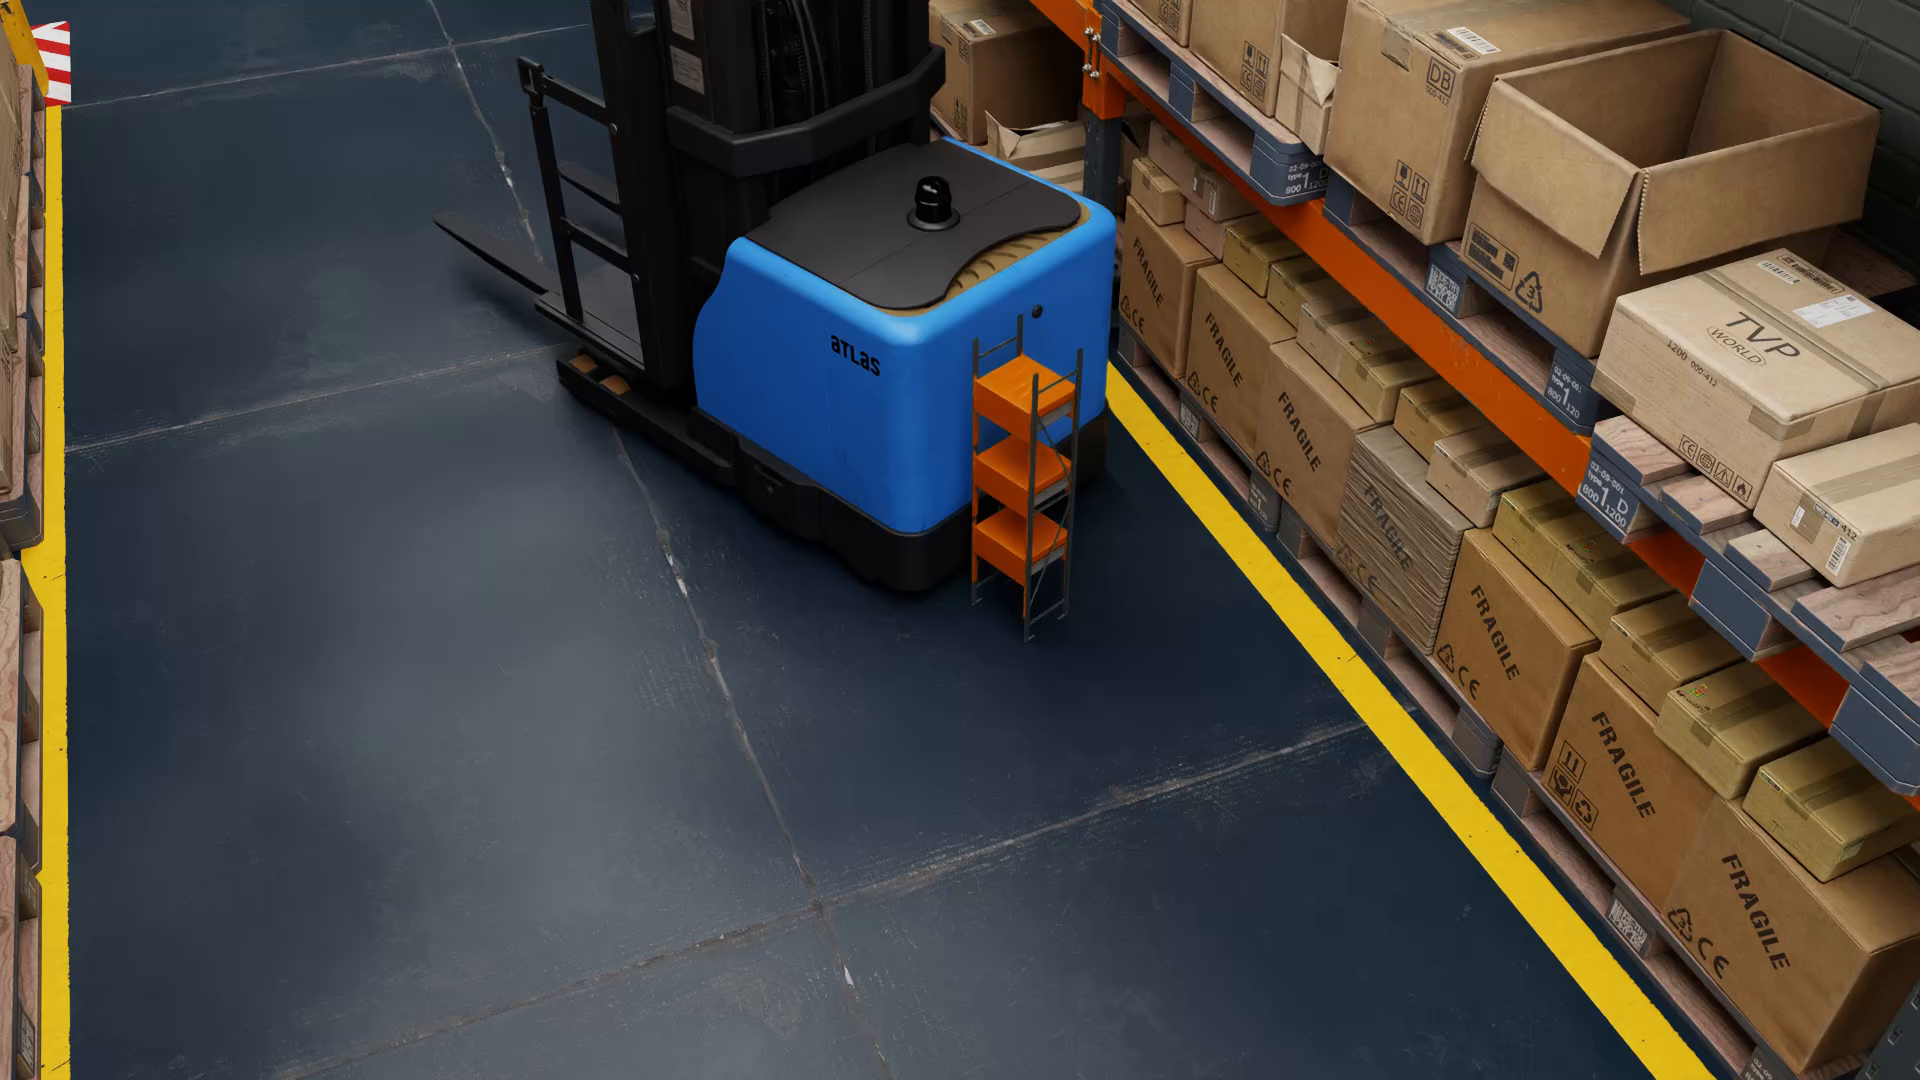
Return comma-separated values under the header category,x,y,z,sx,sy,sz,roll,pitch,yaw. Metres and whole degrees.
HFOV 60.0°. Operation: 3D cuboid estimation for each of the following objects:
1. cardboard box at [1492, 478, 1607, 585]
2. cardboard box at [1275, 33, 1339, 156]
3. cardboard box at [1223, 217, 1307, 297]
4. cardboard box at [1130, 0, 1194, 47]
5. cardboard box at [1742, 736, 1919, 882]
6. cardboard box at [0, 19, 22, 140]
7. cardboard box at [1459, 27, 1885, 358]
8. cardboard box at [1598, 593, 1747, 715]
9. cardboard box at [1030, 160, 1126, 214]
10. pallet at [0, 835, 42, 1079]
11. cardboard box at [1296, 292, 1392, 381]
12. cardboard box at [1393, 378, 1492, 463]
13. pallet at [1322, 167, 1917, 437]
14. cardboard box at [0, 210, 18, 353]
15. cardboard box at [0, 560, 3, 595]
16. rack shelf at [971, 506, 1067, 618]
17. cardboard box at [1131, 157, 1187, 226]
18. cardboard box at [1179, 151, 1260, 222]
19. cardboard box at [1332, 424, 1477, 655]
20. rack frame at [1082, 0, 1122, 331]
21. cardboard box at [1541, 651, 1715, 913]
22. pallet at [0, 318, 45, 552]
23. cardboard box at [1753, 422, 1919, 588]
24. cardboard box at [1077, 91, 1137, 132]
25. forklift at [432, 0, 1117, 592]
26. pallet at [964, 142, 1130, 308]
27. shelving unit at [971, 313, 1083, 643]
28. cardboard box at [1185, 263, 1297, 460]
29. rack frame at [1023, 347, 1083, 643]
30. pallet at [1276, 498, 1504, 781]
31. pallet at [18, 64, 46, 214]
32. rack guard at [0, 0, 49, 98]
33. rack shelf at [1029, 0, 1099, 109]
category,x,y,z,sx,sy,sz,roll,pitch,yaw
cardboard box,1.716,-0.050,4.605,0.380,0.149,0.250,-16,43,-17
cardboard box,1.133,-1.297,4.739,0.396,0.266,0.258,-13,42,-15
cardboard box,1.134,-0.997,5.706,0.380,0.149,0.250,-17,44,-19
cardboard box,0.935,-1.971,5.343,0.700,0.500,0.500,-14,43,-16
cardboard box,2.064,0.597,3.853,0.380,0.149,0.250,-17,44,-19
cardboard box,-4.814,-2.105,7.541,0.875,0.438,0.875,-17,43,-18
cardboard box,1.691,-0.847,4.033,0.797,0.503,0.637,-16,43,-18
cardboard box,1.871,0.270,4.233,0.380,0.149,0.250,-16,43,-18
cardboard box,0.472,-1.462,7.014,0.380,0.149,0.250,-16,43,-18
pallet,-2.793,1.359,4.008,1.003,0.211,1.213,-15,43,-17
cardboard box,1.312,-0.675,5.332,0.380,0.149,0.250,-15,43,-17
cardboard box,1.535,-0.370,4.977,0.380,0.149,0.250,-15,43,-17
pallet,1.738,-0.809,4.538,1.003,0.211,1.213,-15,43,-17
cardboard box,-4.113,-1.013,6.270,0.875,0.438,0.875,-16,43,-18
cardboard box,-3.317,0.119,4.618,0.875,0.875,0.875,-14,43,-16
rack shelf,0.196,0.050,5.329,0.215,0.259,0.240,-32,50,-31
cardboard box,0.848,-1.296,6.054,0.380,0.149,0.250,-13,42,-15
cardboard box,0.991,-1.264,5.789,0.380,0.149,0.250,-17,44,-19
cardboard box,1.526,-0.051,5.104,0.500,0.500,0.500,-17,43,-18
rack frame,0.956,-2.121,5.916,1.000,3.000,0.127,-15,43,-17
cardboard box,1.944,0.572,4.380,0.500,0.500,0.500,-16,43,-17
pallet,-3.847,-0.301,5.938,1.003,0.211,1.213,-15,43,-17
cardboard box,1.881,-0.076,3.408,0.380,0.149,0.250,-14,43,-16
cardboard box,0.756,-1.918,7.544,0.380,0.149,0.250,-16,43,-17
forklift,-0.894,-1.785,5.578,3.031,2.935,1.130,32,50,31
pallet,0.694,-1.478,7.307,1.003,0.211,1.213,-15,43,-17
shelving unit,0.196,-0.169,5.141,0.215,1.050,0.252,-32,50,-31
cardboard box,1.146,-0.667,5.820,0.500,0.500,0.500,-16,43,-17
rack frame,0.280,-0.111,5.074,0.200,1.050,0.008,-32,50,-31
pallet,1.773,0.153,5.411,1.003,0.211,1.213,-15,43,-17
pallet,-4.781,-1.771,7.647,1.003,0.211,1.213,-15,43,-17
rack guard,-5.168,-2.357,8.107,1.175,0.500,0.348,-15,43,-17
rack shelf,0.191,-3.053,7.552,1.077,0.370,4.000,-15,43,-17
